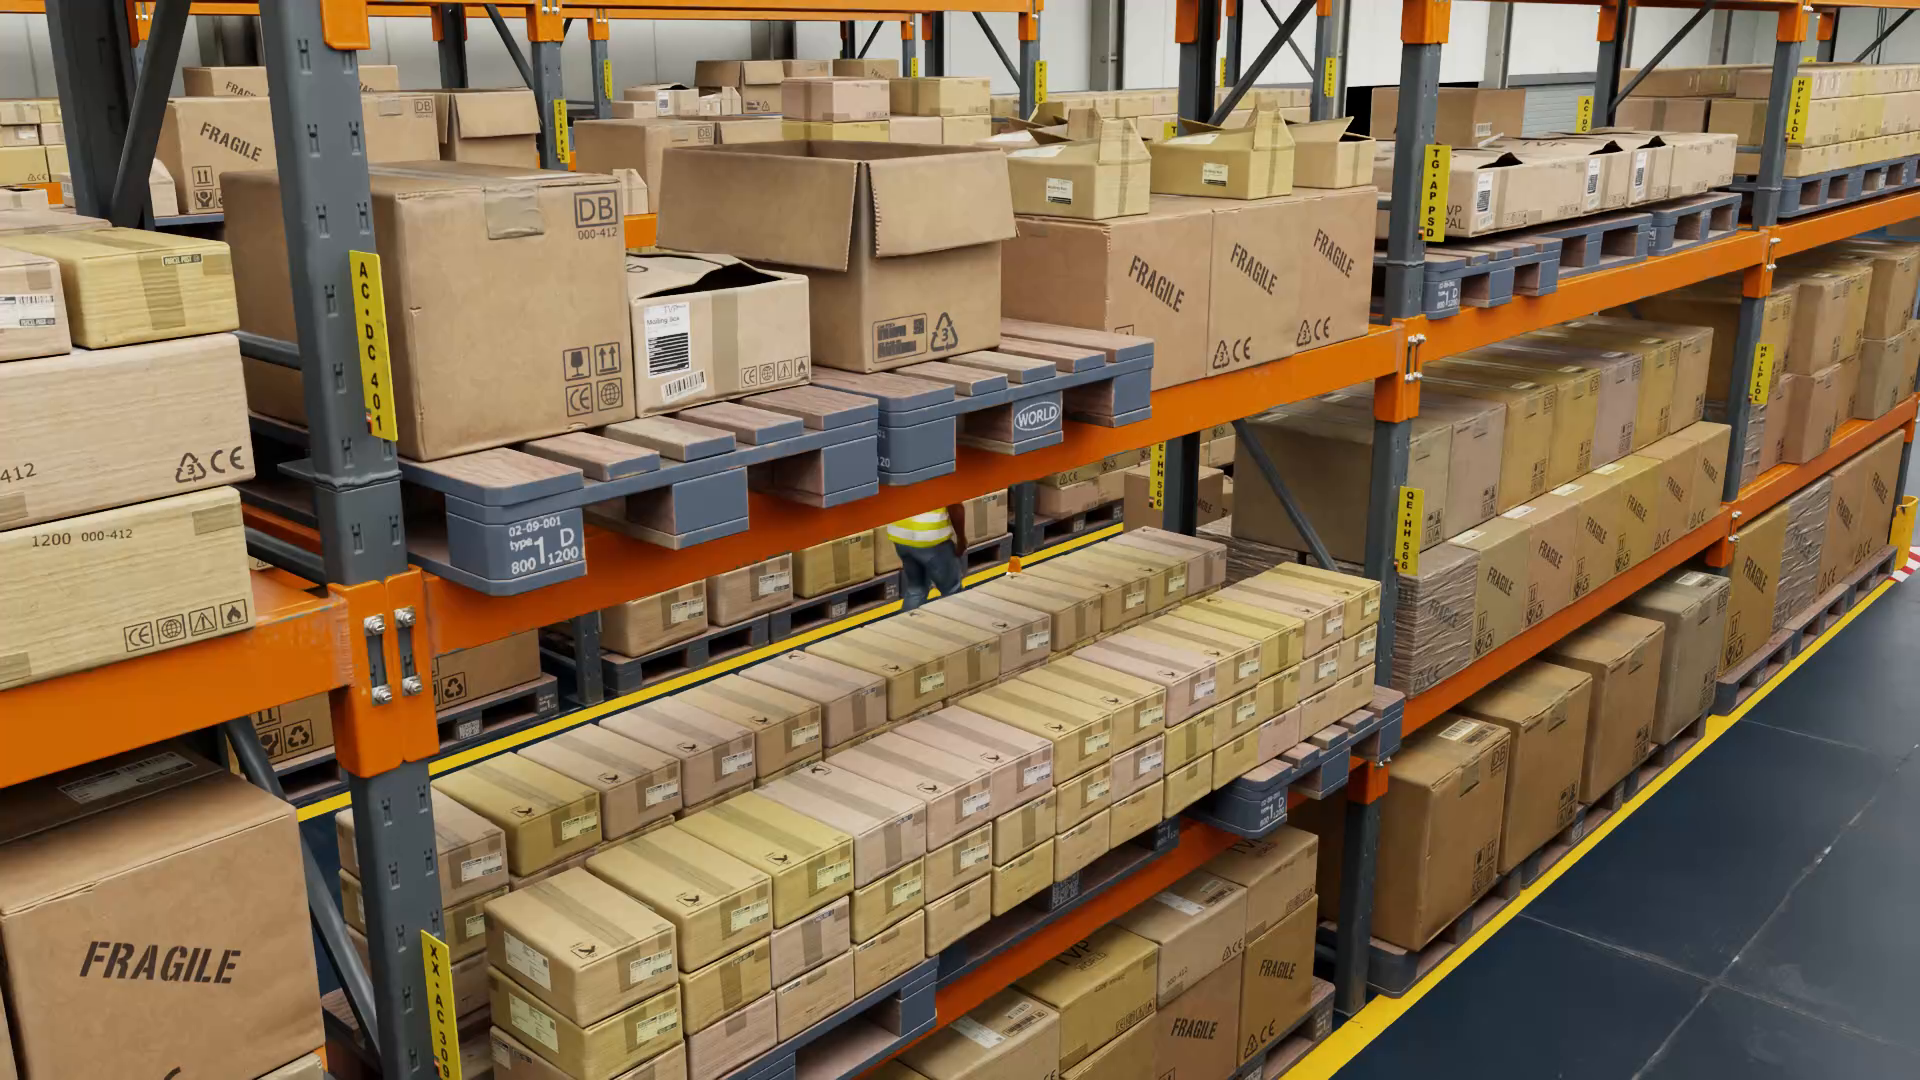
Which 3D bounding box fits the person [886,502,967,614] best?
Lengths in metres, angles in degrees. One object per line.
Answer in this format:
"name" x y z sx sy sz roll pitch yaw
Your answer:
"person" -0.208 -0.038 10.253 0.598 1.696 0.491 15 22 41
